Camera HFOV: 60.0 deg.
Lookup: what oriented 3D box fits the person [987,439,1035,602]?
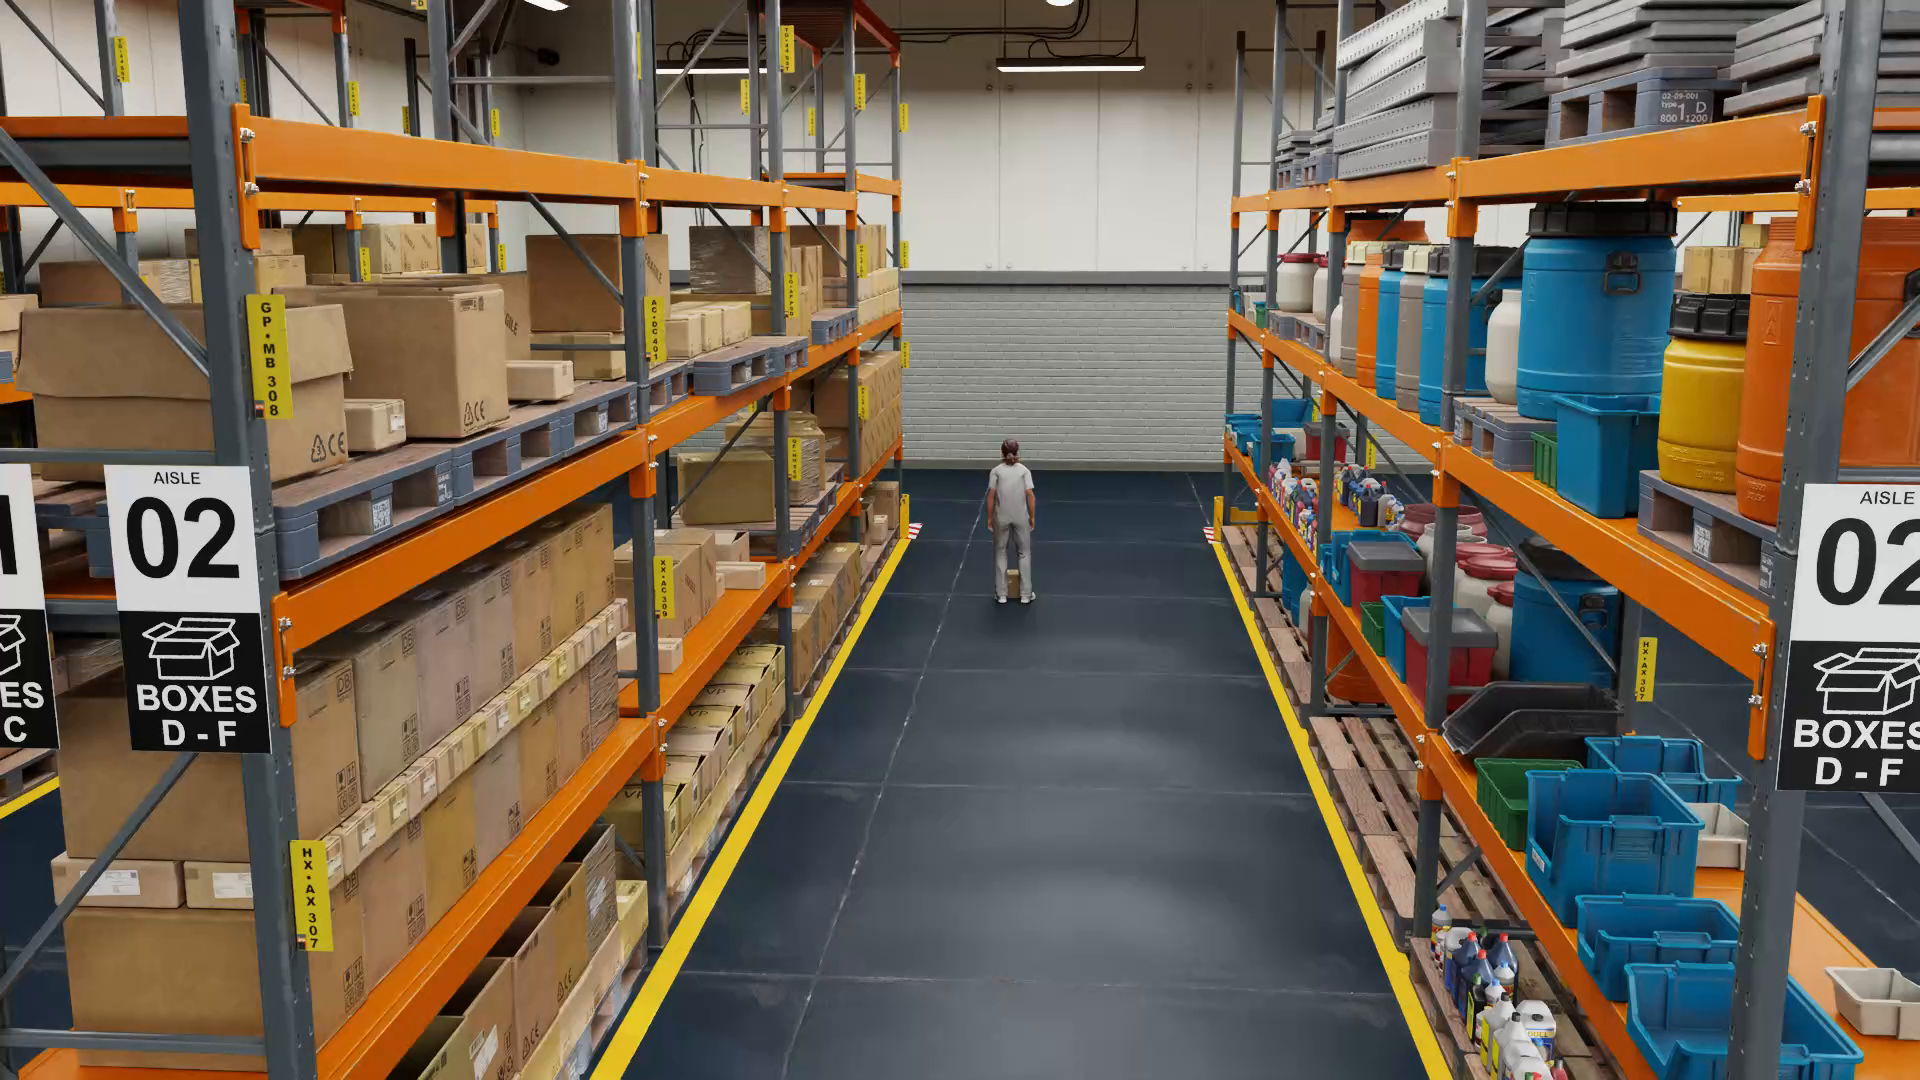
[{"bbox_3d":[0.525,-0.167,16.964,0.496,1.613,0.352,1,11,3],"label":"person"}]
